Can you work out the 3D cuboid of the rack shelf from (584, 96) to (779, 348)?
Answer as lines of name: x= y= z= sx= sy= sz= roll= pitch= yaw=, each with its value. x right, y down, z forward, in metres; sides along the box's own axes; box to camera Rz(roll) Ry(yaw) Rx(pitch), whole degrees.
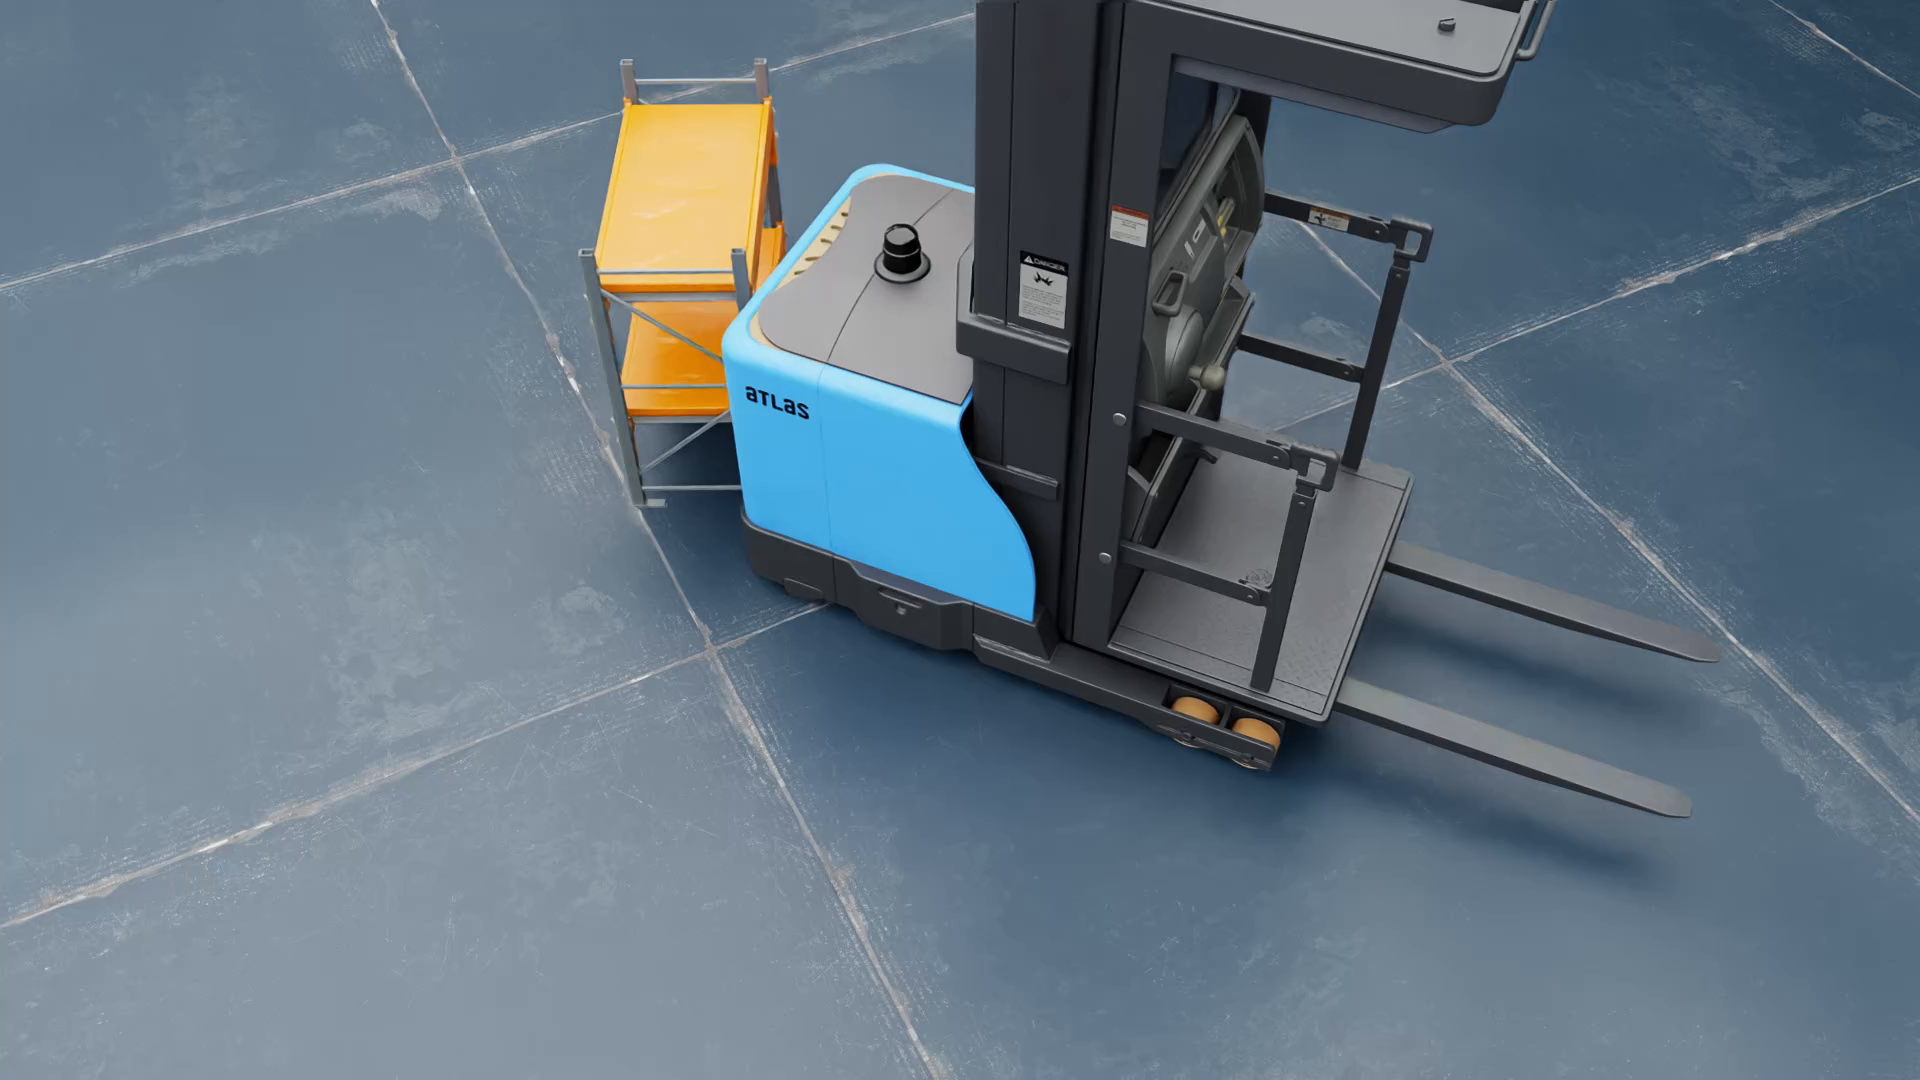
rack shelf: x=-0.906 y=-1.076 z=5.555 sx=0.538 sy=0.278 sz=1.000 roll=-1 pitch=49 yaw=0

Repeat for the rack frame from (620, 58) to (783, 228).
rack frame: x=-0.912 y=-1.266 z=6.110 sx=0.500 sy=1.125 sz=0.032 roll=-1 pitch=49 yaw=0

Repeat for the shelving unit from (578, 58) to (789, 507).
shelving unit: x=-0.906 y=-0.883 z=5.775 sx=0.538 sy=1.125 sz=1.048 roll=-1 pitch=49 yaw=0

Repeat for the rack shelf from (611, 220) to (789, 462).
rack shelf: x=-0.906 y=-0.722 z=5.959 sx=0.538 sy=0.278 sz=1.000 roll=-1 pitch=49 yaw=0

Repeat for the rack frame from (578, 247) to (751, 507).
rack frame: x=-0.899 y=-0.501 z=5.441 sx=0.500 sy=1.125 sz=0.032 roll=-1 pitch=49 yaw=0

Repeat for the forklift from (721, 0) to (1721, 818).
forklift: x=0.845 y=-0.719 z=4.431 sx=3.031 sy=2.935 sz=1.130 roll=19 pitch=51 yaw=16
